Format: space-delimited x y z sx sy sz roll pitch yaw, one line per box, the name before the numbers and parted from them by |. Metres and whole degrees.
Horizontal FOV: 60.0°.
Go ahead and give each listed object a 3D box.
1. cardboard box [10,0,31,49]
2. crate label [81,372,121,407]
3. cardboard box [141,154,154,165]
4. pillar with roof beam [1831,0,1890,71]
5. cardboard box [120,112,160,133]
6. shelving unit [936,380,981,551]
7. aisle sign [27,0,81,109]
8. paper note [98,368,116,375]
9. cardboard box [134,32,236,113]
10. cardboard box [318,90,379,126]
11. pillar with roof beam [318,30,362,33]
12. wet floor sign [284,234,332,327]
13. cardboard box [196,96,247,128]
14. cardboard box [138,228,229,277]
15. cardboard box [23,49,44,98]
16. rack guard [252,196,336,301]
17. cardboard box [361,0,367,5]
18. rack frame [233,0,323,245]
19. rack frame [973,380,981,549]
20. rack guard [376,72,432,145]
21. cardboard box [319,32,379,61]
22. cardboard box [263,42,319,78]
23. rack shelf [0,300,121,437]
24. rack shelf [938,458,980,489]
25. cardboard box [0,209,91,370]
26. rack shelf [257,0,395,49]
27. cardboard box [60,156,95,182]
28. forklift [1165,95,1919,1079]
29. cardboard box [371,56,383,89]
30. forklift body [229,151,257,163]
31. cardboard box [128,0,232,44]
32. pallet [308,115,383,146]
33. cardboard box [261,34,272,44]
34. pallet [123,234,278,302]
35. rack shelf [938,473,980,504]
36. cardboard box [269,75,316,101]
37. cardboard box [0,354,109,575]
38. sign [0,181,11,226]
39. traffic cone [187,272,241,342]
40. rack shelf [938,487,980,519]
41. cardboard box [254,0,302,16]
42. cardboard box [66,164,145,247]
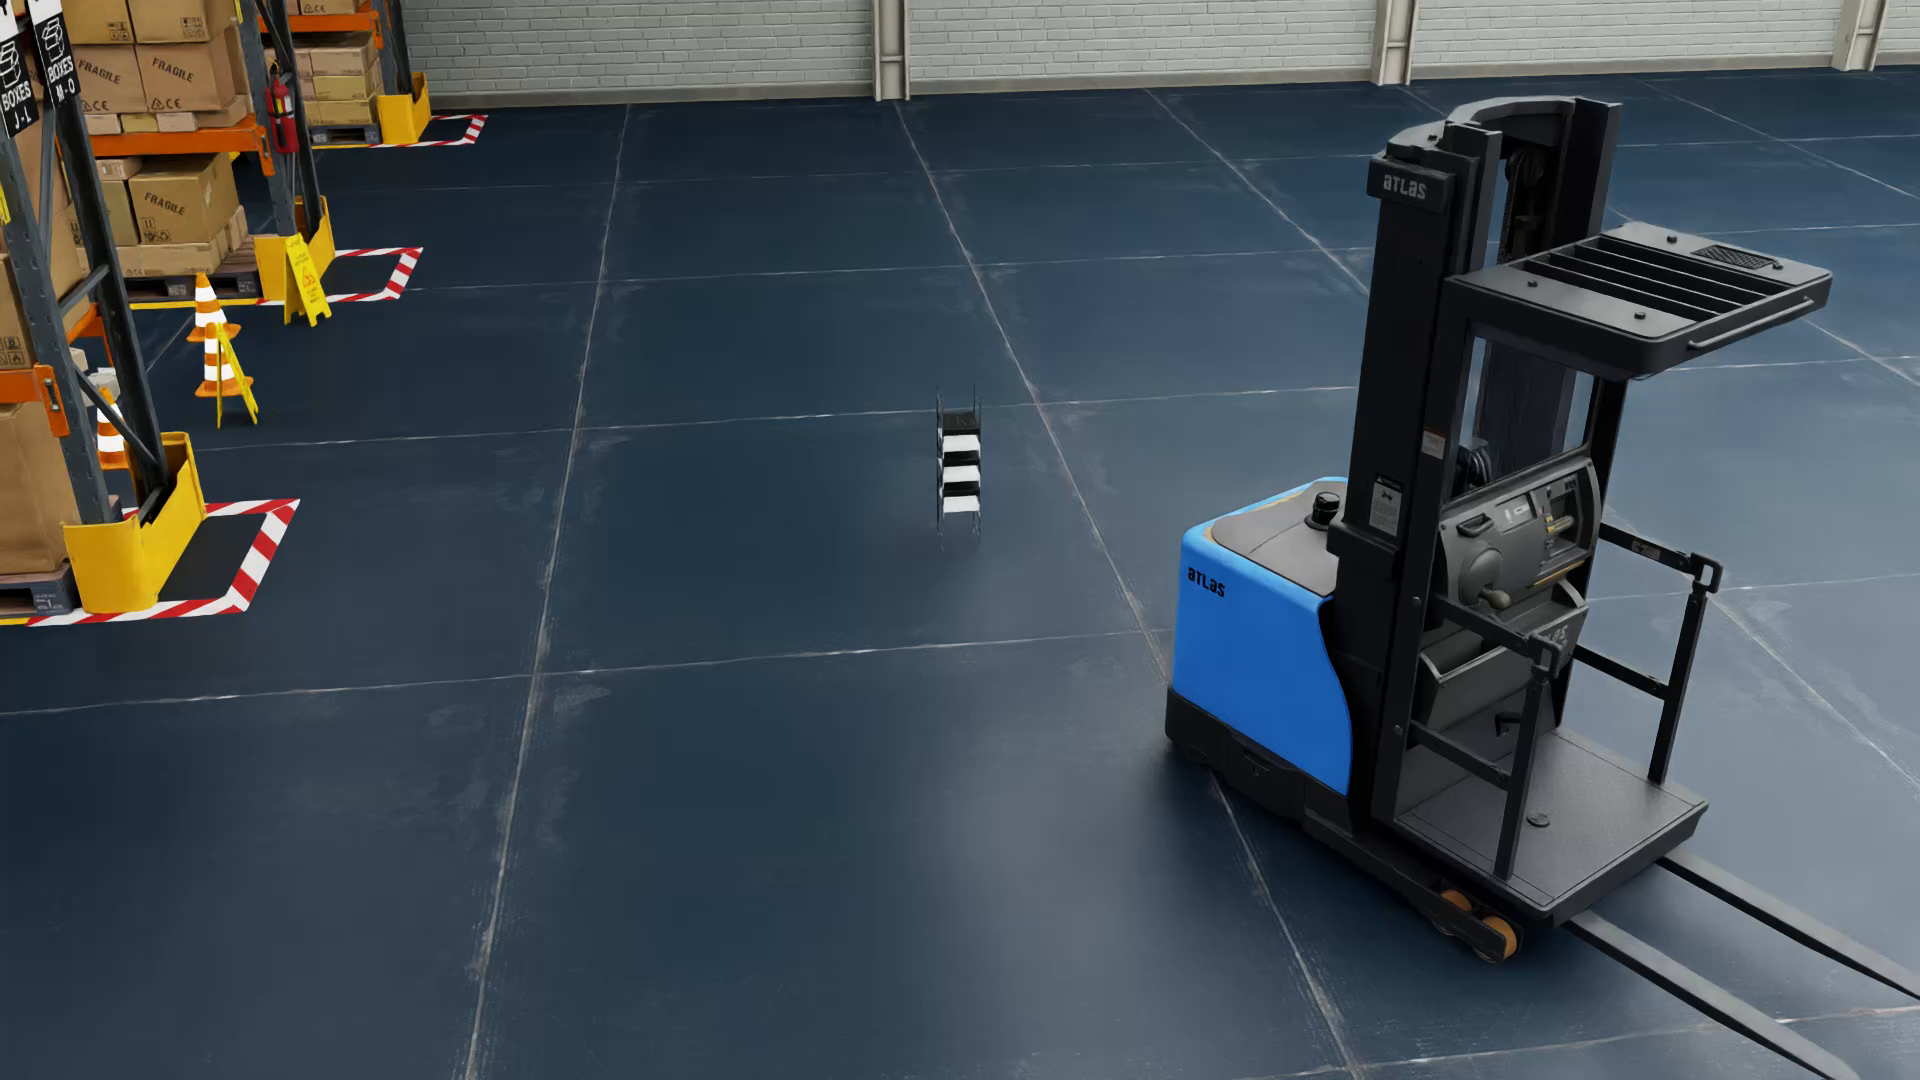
cardboard box | -6.690 -3.838 11.914 0.500 0.500 0.700 -4 27 -8
crate label | -5.746 -1.013 11.074 0.298 0.136 0.250 -20 33 -33
cardboard box | -6.600 -2.789 13.131 0.500 0.500 0.500 -5 28 -9
pillar with roof beam | 11.692 -7.930 14.848 0.400 9.000 9.100 -4 27 -7
cardboard box | -6.055 -3.150 12.379 0.250 0.149 0.380 -4 27 -8
shelving unit | -0.008 -0.400 9.044 0.210 0.900 0.258 -4 27 -7
aisle sign | -4.404 -2.521 8.029 0.004 0.787 0.394 -4 27 -7
paper note | -5.881 -1.174 11.505 0.142 0.019 0.148 -14 30 -25
cardboard box | -5.721 -3.473 12.298 0.500 0.500 0.500 -4 27 -8
cardboard box | -6.338 -4.490 17.266 0.500 0.250 0.500 -3 27 -7
pillar with roof beam | -6.132 -6.785 12.617 0.400 9.000 9.100 -4 27 -7
wet floor sign | -4.885 -1.936 12.317 0.232 0.644 0.267 6 28 11
cardboard box | -5.562 -3.223 12.521 0.250 0.149 0.380 -3 27 -5
cardboard box | -6.009 -2.244 12.890 0.500 0.250 0.500 -4 27 -7
cardboard box | -6.713 -3.413 12.181 0.500 0.500 0.500 -4 27 -7
rack guard | -5.297 -2.338 13.260 0.348 0.500 1.175 -4 27 -7
cardboard box | -6.446 -5.838 17.232 0.500 0.500 0.500 -3 27 -5
rack frame | -5.222 -3.455 12.698 0.127 3.000 1.000 -4 27 -7
rack frame | 0.093 -0.406 9.056 0.006 0.900 0.240 -4 27 -7
rack guard | -5.893 -4.588 17.645 0.348 0.500 1.175 -4 27 -7
cardboard box | -6.419 -5.162 17.482 0.500 0.250 0.500 -4 27 -8
cardboard box | -6.834 -4.902 16.974 0.500 0.250 0.500 -3 27 -6
rack shelf | -6.413 -0.777 8.266 4.000 0.370 1.077 -4 27 -7
rack shelf | -0.008 -0.370 9.059 0.200 0.077 0.258 -4 27 -7
cardboard box | -4.793 -1.247 8.230 0.550 0.550 0.875 -4 27 -7
rack shelf | -7.898 -5.252 16.988 4.000 0.370 1.077 -4 27 -7
cardboard box | -6.582 -2.804 12.449 0.250 0.149 0.380 -3 27 -6
forklift | 2.209 0.011 6.018 1.130 2.935 3.031 -19 33 -33
cardboard box | -6.412 -4.949 17.614 0.500 0.250 0.500 -3 27 -6
forklift body | -7.541 -4.376 15.423 1.214 2.155 2.313 -4 27 -7
cardboard box | -5.697 -3.946 12.124 0.500 0.500 0.700 -4 27 -8
pallet | -6.669 -4.391 17.576 1.213 0.211 1.003 -4 27 -7
cardboard box | -7.410 -5.102 17.364 0.500 0.250 0.500 -4 27 -7
pallet | -6.106 -2.174 13.256 1.213 0.211 1.003 -4 27 -7
rack shelf | -0.008 -0.290 9.100 0.200 0.077 0.258 -4 27 -7
cardboard box | -6.854 -4.686 17.100 0.500 0.250 0.500 -4 27 -8
cardboard box | -5.094 -0.393 8.597 0.875 0.875 0.875 -4 27 -7
sign | -4.370 -1.598 7.552 0.005 0.325 0.100 -4 27 -7
traffic cone | -5.468 -1.716 12.088 0.334 0.463 0.336 -4 27 -7
rack shelf | -0.008 -0.210 9.141 0.200 0.077 0.258 -4 27 -7
cardboard box | -6.883 -5.565 16.700 0.500 0.500 0.500 -3 27 -5
cardboard box | -6.495 -2.549 12.662 0.500 0.500 0.500 -3 27 -5
